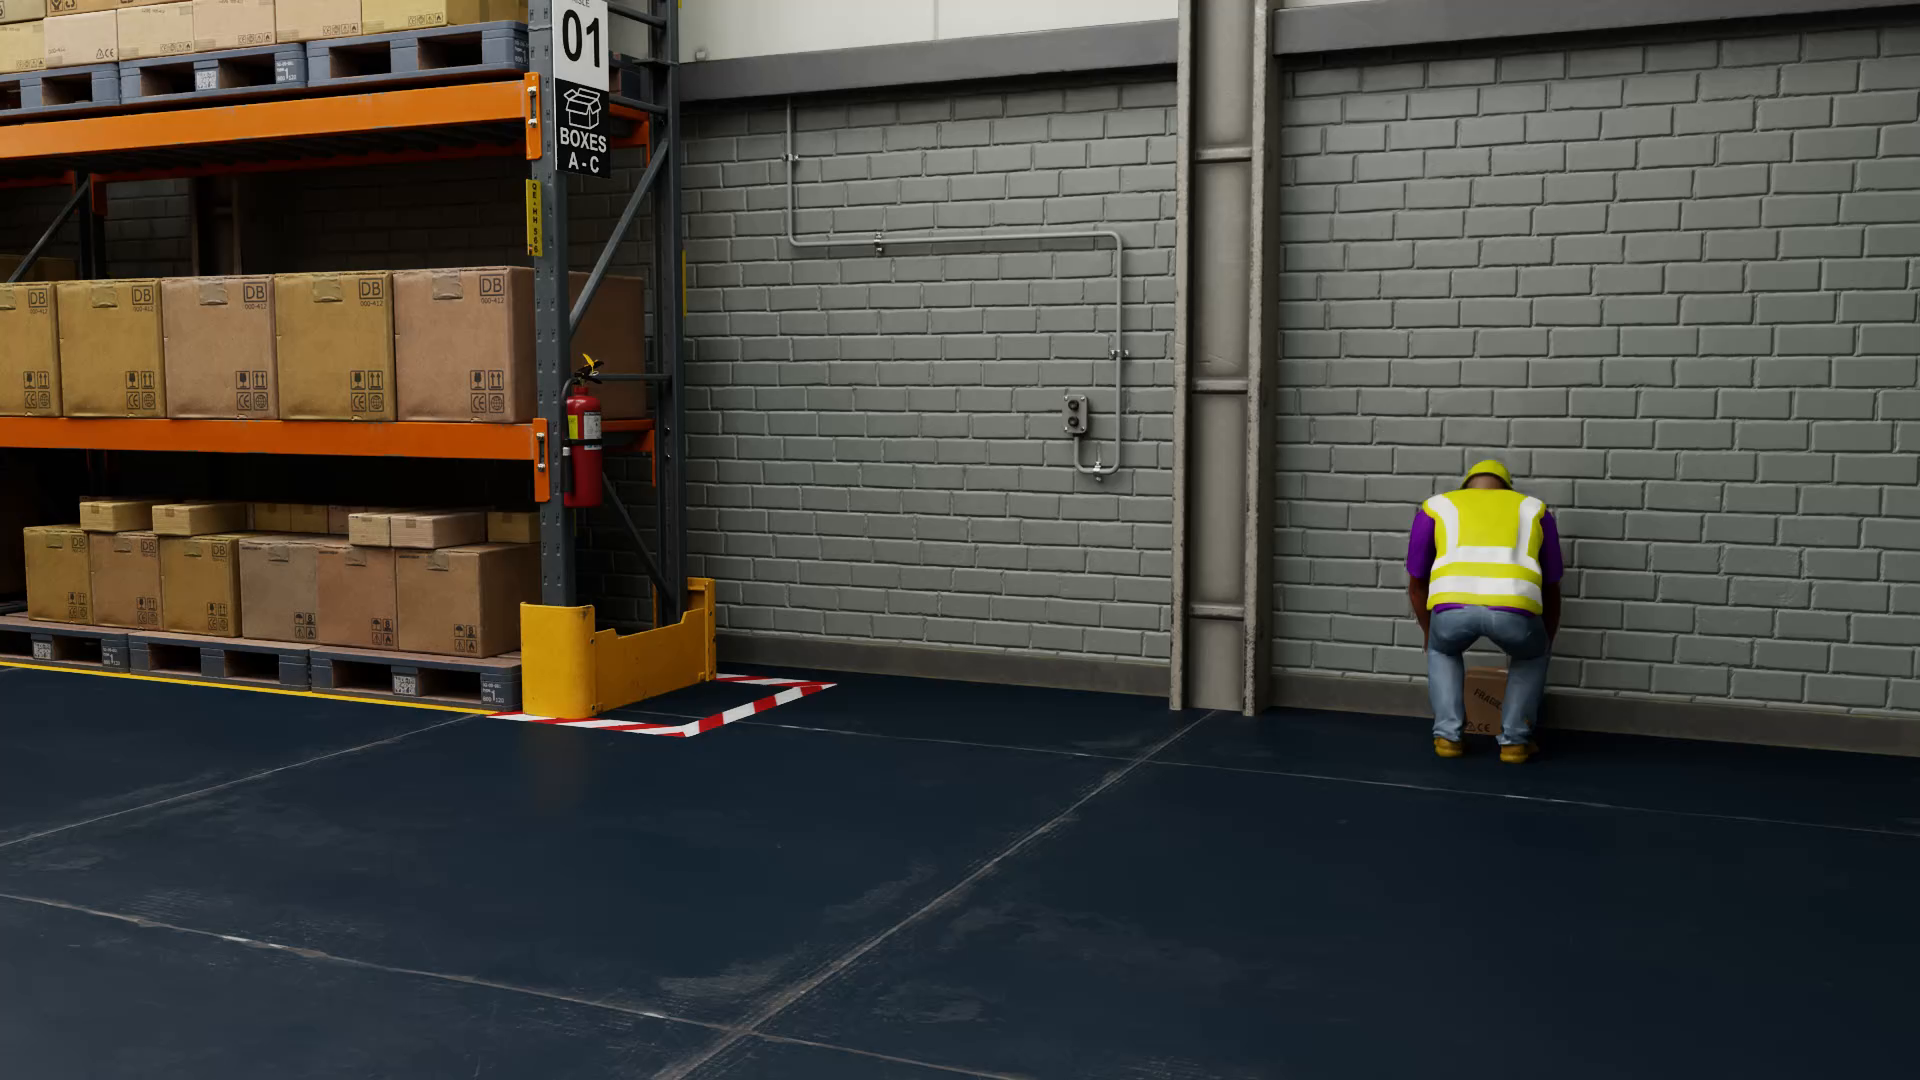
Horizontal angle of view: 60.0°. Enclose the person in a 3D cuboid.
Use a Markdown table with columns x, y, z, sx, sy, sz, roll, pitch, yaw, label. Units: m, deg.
| x | y | z | sx | sy | sz | roll | pitch | yaw | label |
| --- | --- | --- | --- | --- | --- | --- | --- | --- | --- |
| 2.103 | 0.272 | 6.743 | 0.615 | 1.165 | 0.856 | 2 | 6 | 23 | person |
